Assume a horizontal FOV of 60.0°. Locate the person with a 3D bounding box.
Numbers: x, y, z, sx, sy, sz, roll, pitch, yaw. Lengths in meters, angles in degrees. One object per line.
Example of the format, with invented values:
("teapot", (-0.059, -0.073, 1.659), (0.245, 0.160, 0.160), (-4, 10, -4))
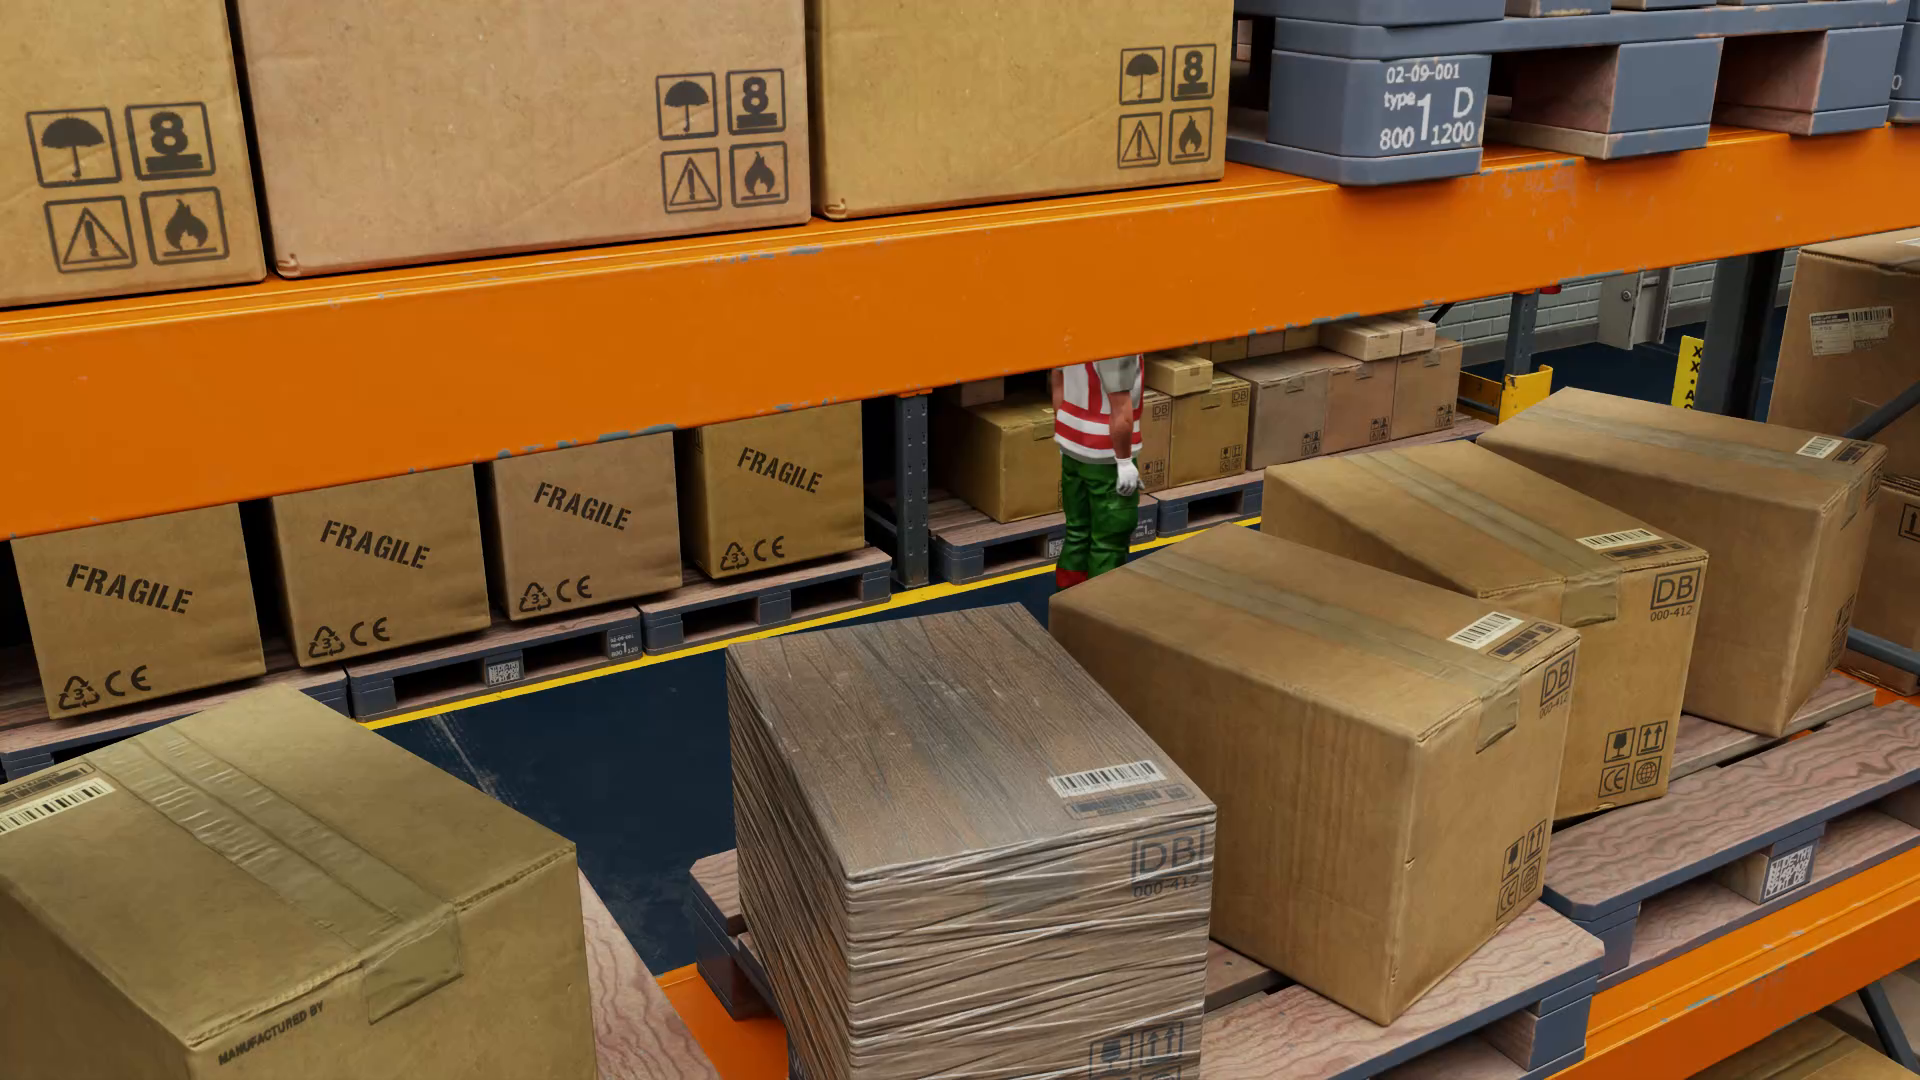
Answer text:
("person", (0.599, -0.371, 6.987), (0.364, 1.796, 0.526), (-12, 24, -28))
